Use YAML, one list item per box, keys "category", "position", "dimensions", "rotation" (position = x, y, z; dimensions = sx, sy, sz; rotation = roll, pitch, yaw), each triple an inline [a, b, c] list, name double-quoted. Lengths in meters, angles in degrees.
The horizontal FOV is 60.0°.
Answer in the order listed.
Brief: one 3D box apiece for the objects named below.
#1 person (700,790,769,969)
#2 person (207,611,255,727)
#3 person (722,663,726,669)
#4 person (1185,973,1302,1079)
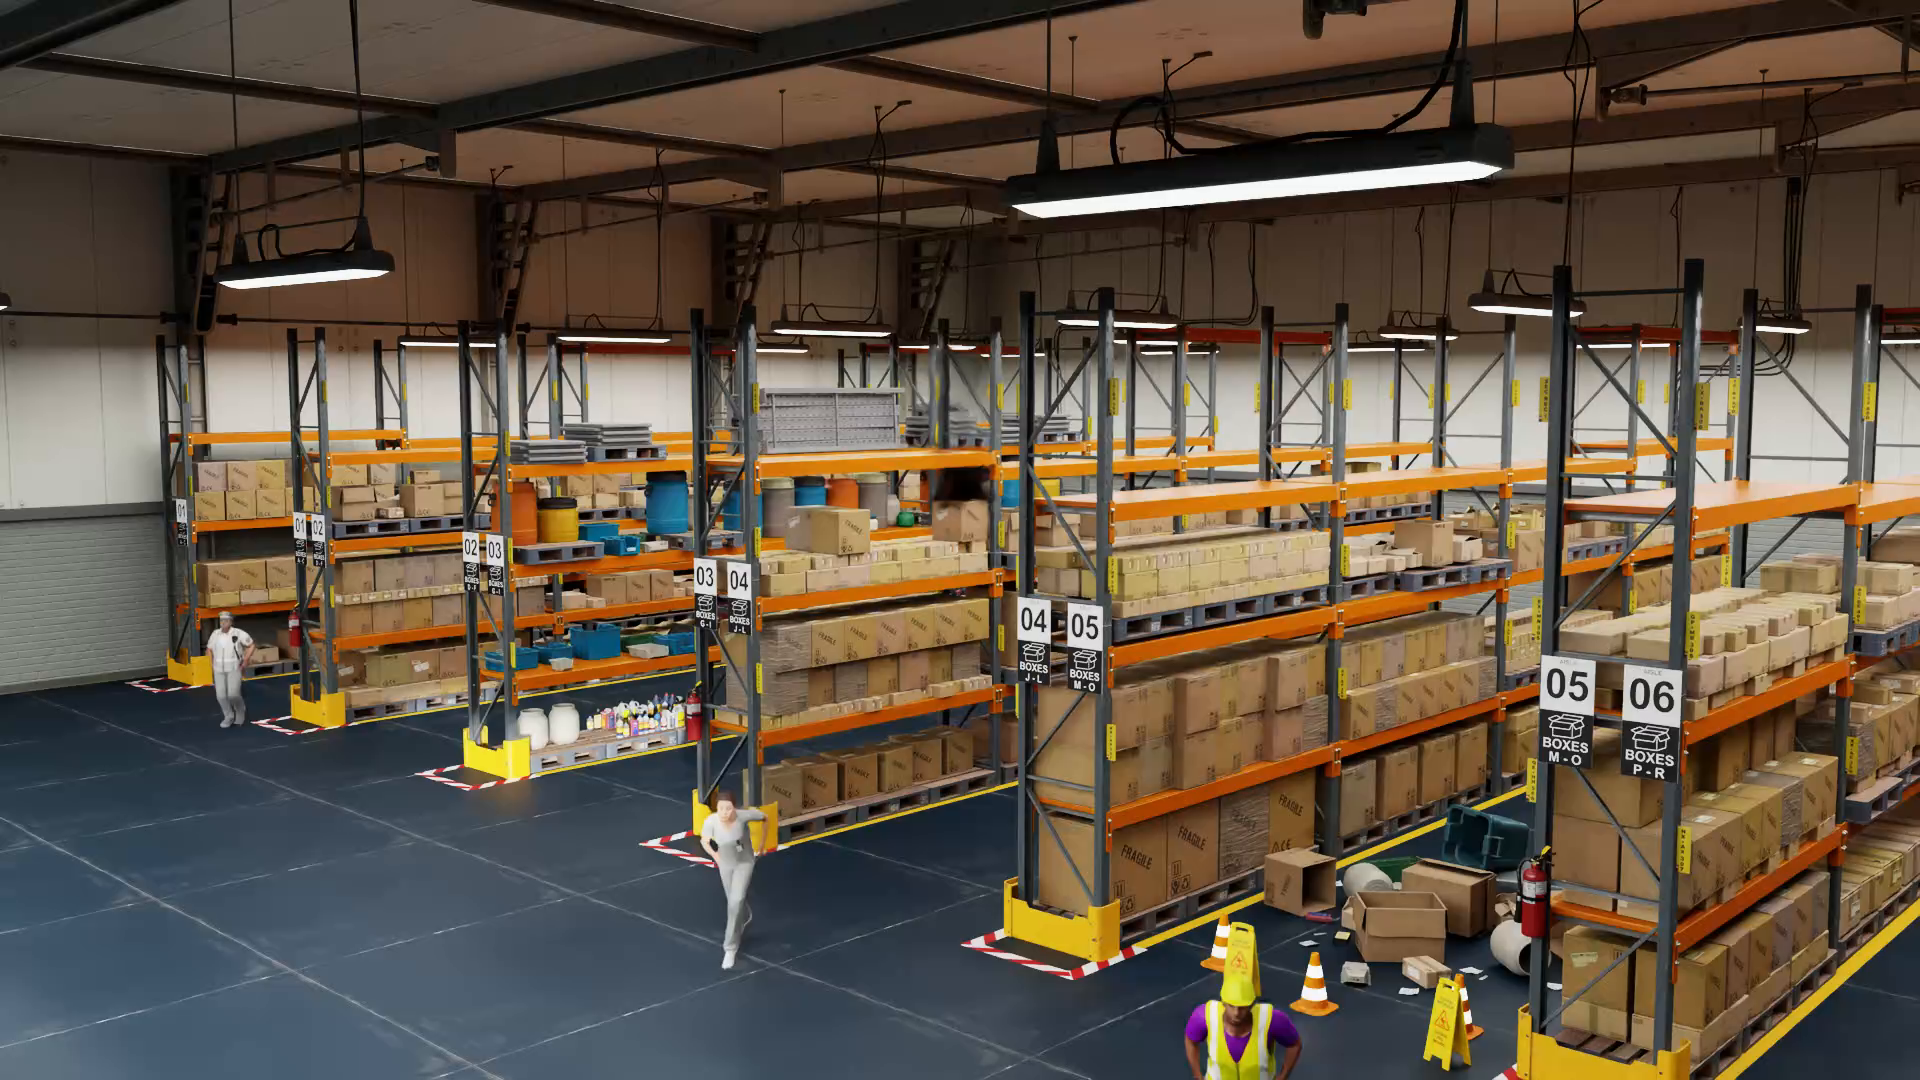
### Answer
- category: "person"
  position: [-2.014, 2.986, 15.097]
  dimensions: [0.606, 1.625, 0.953]
  rotation: [0, 5, 4]
- category: "person"
  position: [-10.993, 1.948, 24.968]
  dimensions: [0.665, 1.776, 0.568]
  rotation: [0, 5, -4]
- category: "person"
  position: [-3.739, 1.760, 27.754]
  dimensions: [0.506, 1.592, 0.662]
  rotation: [3, 6, 29]
- category: "person"
  position: [1.730, 3.389, 10.202]
  dimensions: [0.706, 1.708, 0.970]
  rotation: [1, 5, 11]
